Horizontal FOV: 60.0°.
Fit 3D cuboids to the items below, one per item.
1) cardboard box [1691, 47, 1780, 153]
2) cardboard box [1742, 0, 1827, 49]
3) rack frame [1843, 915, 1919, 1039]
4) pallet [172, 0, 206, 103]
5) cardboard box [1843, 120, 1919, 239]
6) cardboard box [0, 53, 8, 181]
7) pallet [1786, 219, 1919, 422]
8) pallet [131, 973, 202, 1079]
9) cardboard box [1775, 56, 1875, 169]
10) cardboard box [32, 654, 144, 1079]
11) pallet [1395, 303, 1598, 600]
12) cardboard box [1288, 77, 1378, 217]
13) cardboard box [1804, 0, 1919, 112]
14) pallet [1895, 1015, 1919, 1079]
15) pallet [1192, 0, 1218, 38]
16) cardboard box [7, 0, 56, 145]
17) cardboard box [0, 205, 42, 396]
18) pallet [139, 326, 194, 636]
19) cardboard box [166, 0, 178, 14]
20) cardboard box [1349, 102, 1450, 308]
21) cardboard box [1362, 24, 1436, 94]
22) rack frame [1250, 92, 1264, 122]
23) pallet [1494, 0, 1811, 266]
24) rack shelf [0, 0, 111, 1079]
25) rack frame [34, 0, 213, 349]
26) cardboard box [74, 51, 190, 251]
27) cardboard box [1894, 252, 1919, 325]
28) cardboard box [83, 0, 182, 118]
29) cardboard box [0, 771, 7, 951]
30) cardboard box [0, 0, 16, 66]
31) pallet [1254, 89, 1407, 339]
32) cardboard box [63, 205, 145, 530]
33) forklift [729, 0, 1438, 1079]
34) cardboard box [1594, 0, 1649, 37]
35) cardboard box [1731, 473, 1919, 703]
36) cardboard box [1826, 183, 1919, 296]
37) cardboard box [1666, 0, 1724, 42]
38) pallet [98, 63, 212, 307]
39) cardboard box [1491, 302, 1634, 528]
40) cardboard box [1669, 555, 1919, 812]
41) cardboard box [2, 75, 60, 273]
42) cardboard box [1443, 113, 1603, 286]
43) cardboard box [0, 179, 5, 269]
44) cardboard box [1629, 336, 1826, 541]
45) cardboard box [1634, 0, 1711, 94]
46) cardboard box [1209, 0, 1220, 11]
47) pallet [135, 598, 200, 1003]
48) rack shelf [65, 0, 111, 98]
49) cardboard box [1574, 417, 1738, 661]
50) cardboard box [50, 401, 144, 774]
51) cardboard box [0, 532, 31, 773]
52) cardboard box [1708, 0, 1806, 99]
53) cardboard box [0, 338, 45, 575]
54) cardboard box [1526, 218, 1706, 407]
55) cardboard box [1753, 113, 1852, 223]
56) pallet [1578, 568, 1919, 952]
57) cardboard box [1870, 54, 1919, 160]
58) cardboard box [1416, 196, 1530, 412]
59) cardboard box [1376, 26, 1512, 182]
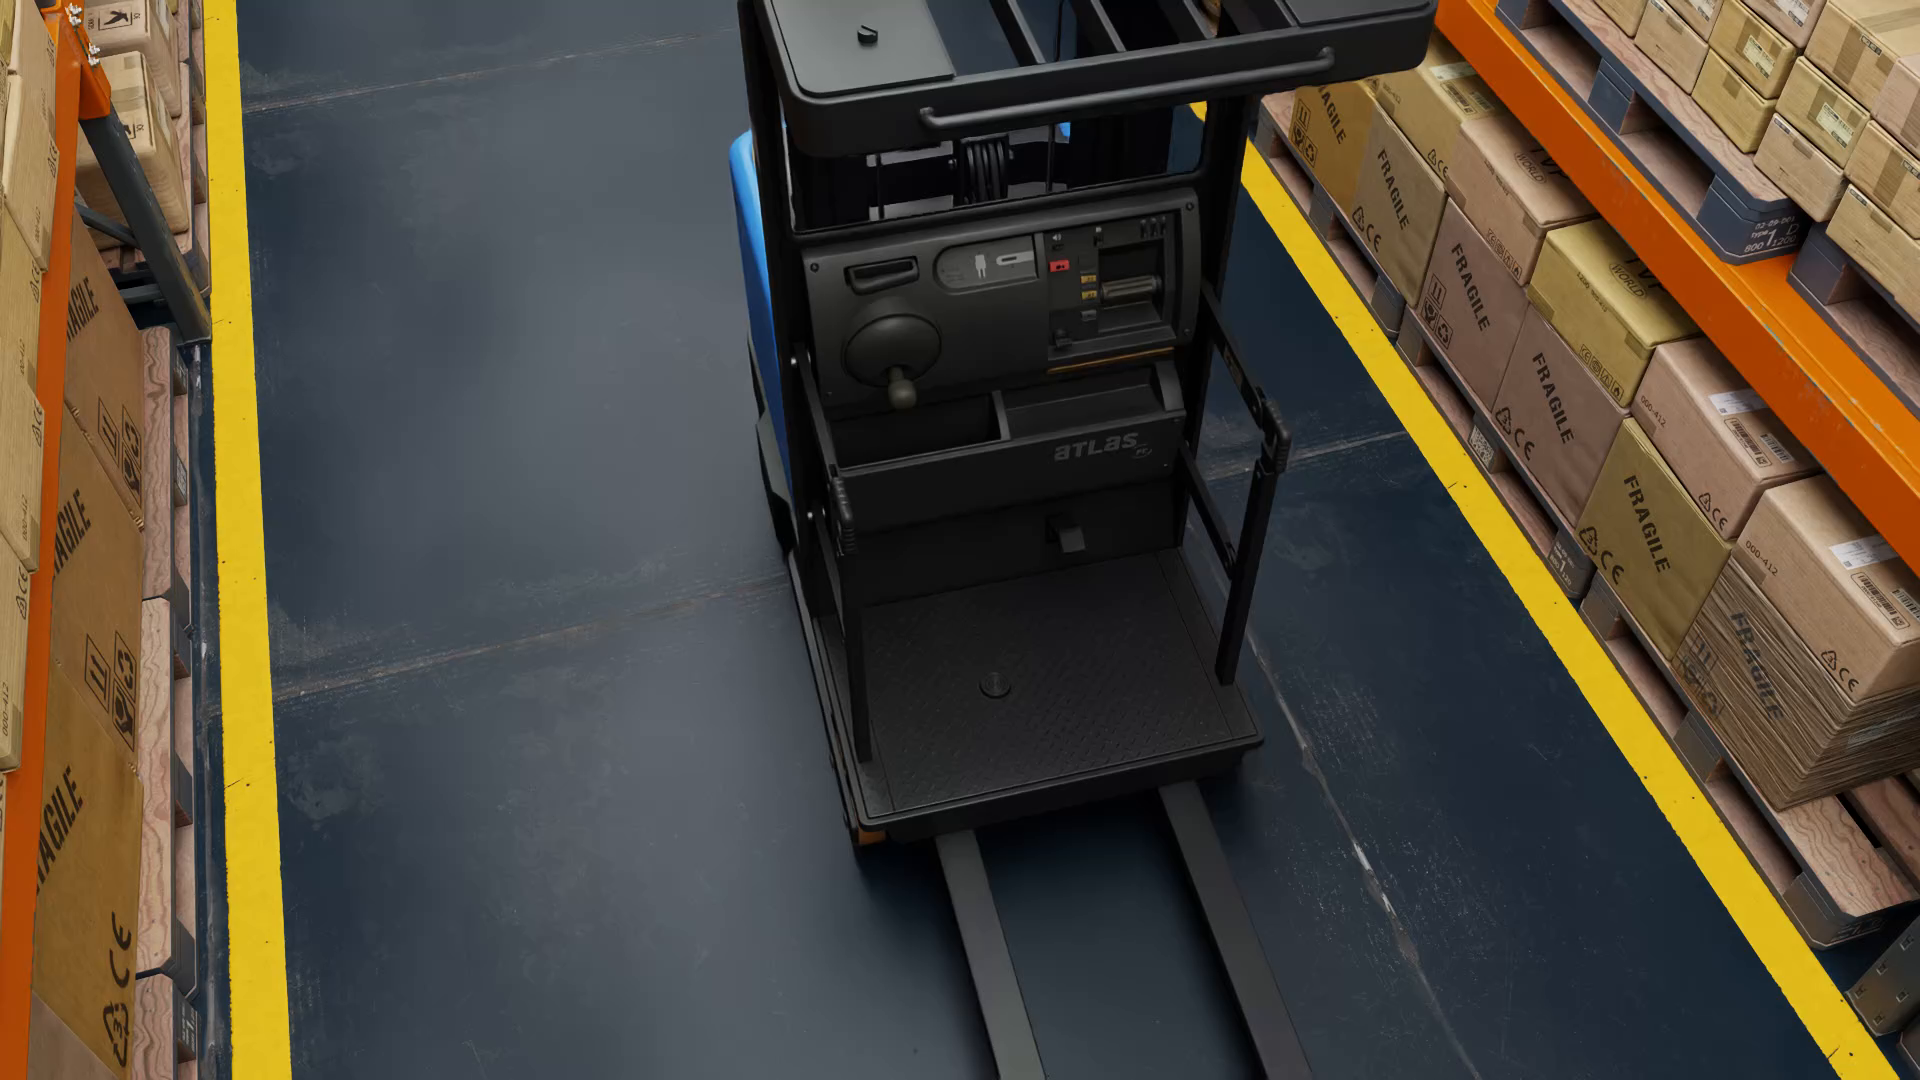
[{"bbox_3d":[2.067,-1.118,4.121,0.380,0.149,0.250,-11,51,-9],"label":"cardboard box"},{"bbox_3d":[2.072,-1.315,3.897,0.380,0.149,0.250,-15,52,-13],"label":"cardboard box"},{"bbox_3d":[2.762,0.132,3.177,1.000,3.000,0.127,-13,51,-11],"label":"rack frame"},{"bbox_3d":[-3.707,-2.158,6.931,1.003,0.211,1.213,-13,51,-11],"label":"pallet"},{"bbox_3d":[2.221,-0.837,3.689,0.380,0.149,0.250,-15,51,-12],"label":"cardboard box"},{"bbox_3d":[-2.579,-1.039,3.935,0.500,0.250,0.500,-14,51,-12],"label":"cardboard box"},{"bbox_3d":[2.675,-0.397,3.749,1.003,0.211,1.213,-13,51,-11],"label":"pallet"},{"bbox_3d":[-2.237,1.677,3.698,1.003,0.211,1.213,-13,51,-11],"label":"pallet"},{"bbox_3d":[2.145,-1.027,3.849,0.380,0.149,0.250,-16,52,-13],"label":"cardboard box"},{"bbox_3d":[-2.471,0.782,3.744,0.875,0.875,0.875,-12,51,-10],"label":"cardboard box"},{"bbox_3d":[2.166,-0.430,5.475,1.003,0.211,1.213,-13,51,-11],"label":"pallet"},{"bbox_3d":[1.544,-1.545,5.951,0.500,0.500,0.500,-15,52,-13],"label":"cardboard box"},{"bbox_3d":[2.155,-1.120,3.733,0.380,0.149,0.250,-15,51,-12],"label":"cardboard box"},{"bbox_3d":[2.994,1.513,3.836,1.003,0.211,1.213,-13,51,-11],"label":"pallet"},{"bbox_3d":[1.418,-2.484,7.206,1.003,0.211,1.213,-13,51,-11],"label":"pallet"},{"bbox_3d":[-2.722,-1.237,4.429,0.500,0.250,0.500,-15,51,-12],"label":"cardboard box"},{"bbox_3d":[-2.423,-0.497,3.805,0.500,0.250,0.500,-14,51,-11],"label":"cardboard box"},{"bbox_3d":[-2.959,-0.105,5.200,1.003,0.211,1.213,-13,51,-11],"label":"pallet"},{"bbox_3d":[-3.722,-2.392,6.749,0.950,0.372,0.625,-12,51,-10],"label":"cardboard box"},{"bbox_3d":[1.696,-1.178,5.642,0.500,0.500,0.500,-13,51,-11],"label":"cardboard box"},{"bbox_3d":[1.552,-1.802,5.677,0.500,0.250,0.500,-15,52,-13],"label":"cardboard box"},{"bbox_3d":[1.579,-2.790,5.640,1.000,3.000,0.127,-13,51,-11],"label":"rack frame"},{"bbox_3d":[2.203,-1.291,4.502,1.003,0.211,1.213,-13,51,-11],"label":"pallet"},{"bbox_3d":[-2.528,0.096,3.678,1.077,0.370,4.000,-13,51,-11],"label":"rack shelf"},{"bbox_3d":[-3.120,-1.596,4.634,1.000,3.000,0.127,-13,51,-11],"label":"rack frame"},{"bbox_3d":[-3.277,-1.300,5.828,0.950,0.372,0.625,-16,52,-13],"label":"cardboard box"},{"bbox_3d":[2.306,-0.540,3.633,0.380,0.149,0.250,-13,51,-11],"label":"cardboard box"},{"bbox_3d":[-3.503,-1.837,6.281,0.950,0.372,0.625,-14,51,-12],"label":"cardboard box"},{"bbox_3d":[-1.969,0.615,2.868,0.500,0.250,0.500,-14,51,-12],"label":"cardboard box"},{"bbox_3d":[-2.734,-1.413,4.250,0.500,0.250,0.500,-13,51,-11],"label":"cardboard box"},{"bbox_3d":[1.809,-1.320,6.224,1.003,0.211,1.213,-13,51,-11],"label":"pallet"},{"bbox_3d":[-2.995,-0.524,4.845,0.875,0.875,0.875,-14,51,-11],"label":"cardboard box"},{"bbox_3d":[0.163,-0.447,3.710,1.130,2.935,3.031,-11,51,-9],"label":"forklift"},{"bbox_3d":[1.912,-1.504,4.445,0.380,0.149,0.250,-13,51,-10],"label":"cardboard box"},{"bbox_3d":[2.300,0.074,4.096,0.500,0.250,0.500,-15,51,-12],"label":"cardboard box"},{"bbox_3d":[2.232,-0.723,3.787,0.380,0.149,0.250,-16,52,-13],"label":"cardboard box"},{"bbox_3d":[1.996,-1.405,4.168,0.380,0.149,0.250,-12,51,-10],"label":"cardboard box"},{"bbox_3d":[-3.350,-1.269,6.182,1.003,0.211,1.213,-13,51,-11],"label":"pallet"},{"bbox_3d":[2.003,-0.432,5.012,0.500,0.500,0.500,-14,51,-12],"label":"cardboard box"},{"bbox_3d":[2.302,0.319,4.380,0.500,0.500,0.500,-14,51,-12],"label":"cardboard box"},{"bbox_3d":[-2.556,-0.868,4.118,0.500,0.250,0.500,-12,51,-10],"label":"cardboard box"},{"bbox_3d":[1.836,-1.068,5.058,0.500,0.250,0.500,-13,51,-11],"label":"cardboard box"},{"bbox_3d":[-2.408,-0.670,3.624,0.500,0.250,0.500,-15,51,-12],"label":"cardboard box"},{"bbox_3d":[2.161,-0.305,4.415,0.500,0.250,0.500,-11,51,-9],"label":"cardboard box"},{"bbox_3d":[1.988,-1.313,4.285,0.380,0.149,0.250,-15,51,-12],"label":"cardboard box"},{"bbox_3d":[1.485,-2.665,6.731,1.050,0.750,0.750,-14,51,-11],"label":"cardboard box"},{"bbox_3d":[-2.602,0.785,4.450,1.003,0.211,1.213,-13,51,-11],"label":"pallet"},{"bbox_3d":[-3.711,-2.825,6.140,1.077,0.370,4.000,-13,51,-11],"label":"rack shelf"},{"bbox_3d":[2.151,-0.056,4.696,0.500,0.500,0.500,-14,51,-12],"label":"cardboard box"},{"bbox_3d":[-2.735,0.129,4.295,0.875,0.875,0.875,-13,51,-11],"label":"cardboard box"},{"bbox_3d":[-2.106,0.237,3.187,0.500,0.250,0.500,-14,51,-11],"label":"cardboard box"},{"bbox_3d":[2.062,-1.226,4.017,0.380,0.149,0.250,-13,51,-11],"label":"cardboard box"},{"bbox_3d":[-2.245,-0.130,3.496,0.500,0.250,0.500,-14,51,-12],"label":"cardboard box"},{"bbox_3d":[1.991,-0.688,4.737,0.500,0.250,0.500,-15,52,-13],"label":"cardboard box"},{"bbox_3d":[2.144,-0.925,3.957,0.380,0.149,0.250,-15,52,-13],"label":"cardboard box"},{"bbox_3d":[2.530,0.462,4.722,1.003,0.211,1.213,-13,51,-11],"label":"pallet"},{"bbox_3d":[2.224,-0.940,3.581,0.380,0.149,0.250,-13,51,-11],"label":"cardboard box"},{"bbox_3d":[1.853,-0.805,5.327,0.500,0.500,0.500,-14,51,-12],"label":"cardboard box"},{"bbox_3d":[1.702,-1.432,5.365,0.500,0.250,0.500,-14,51,-11],"label":"cardboard box"}]
